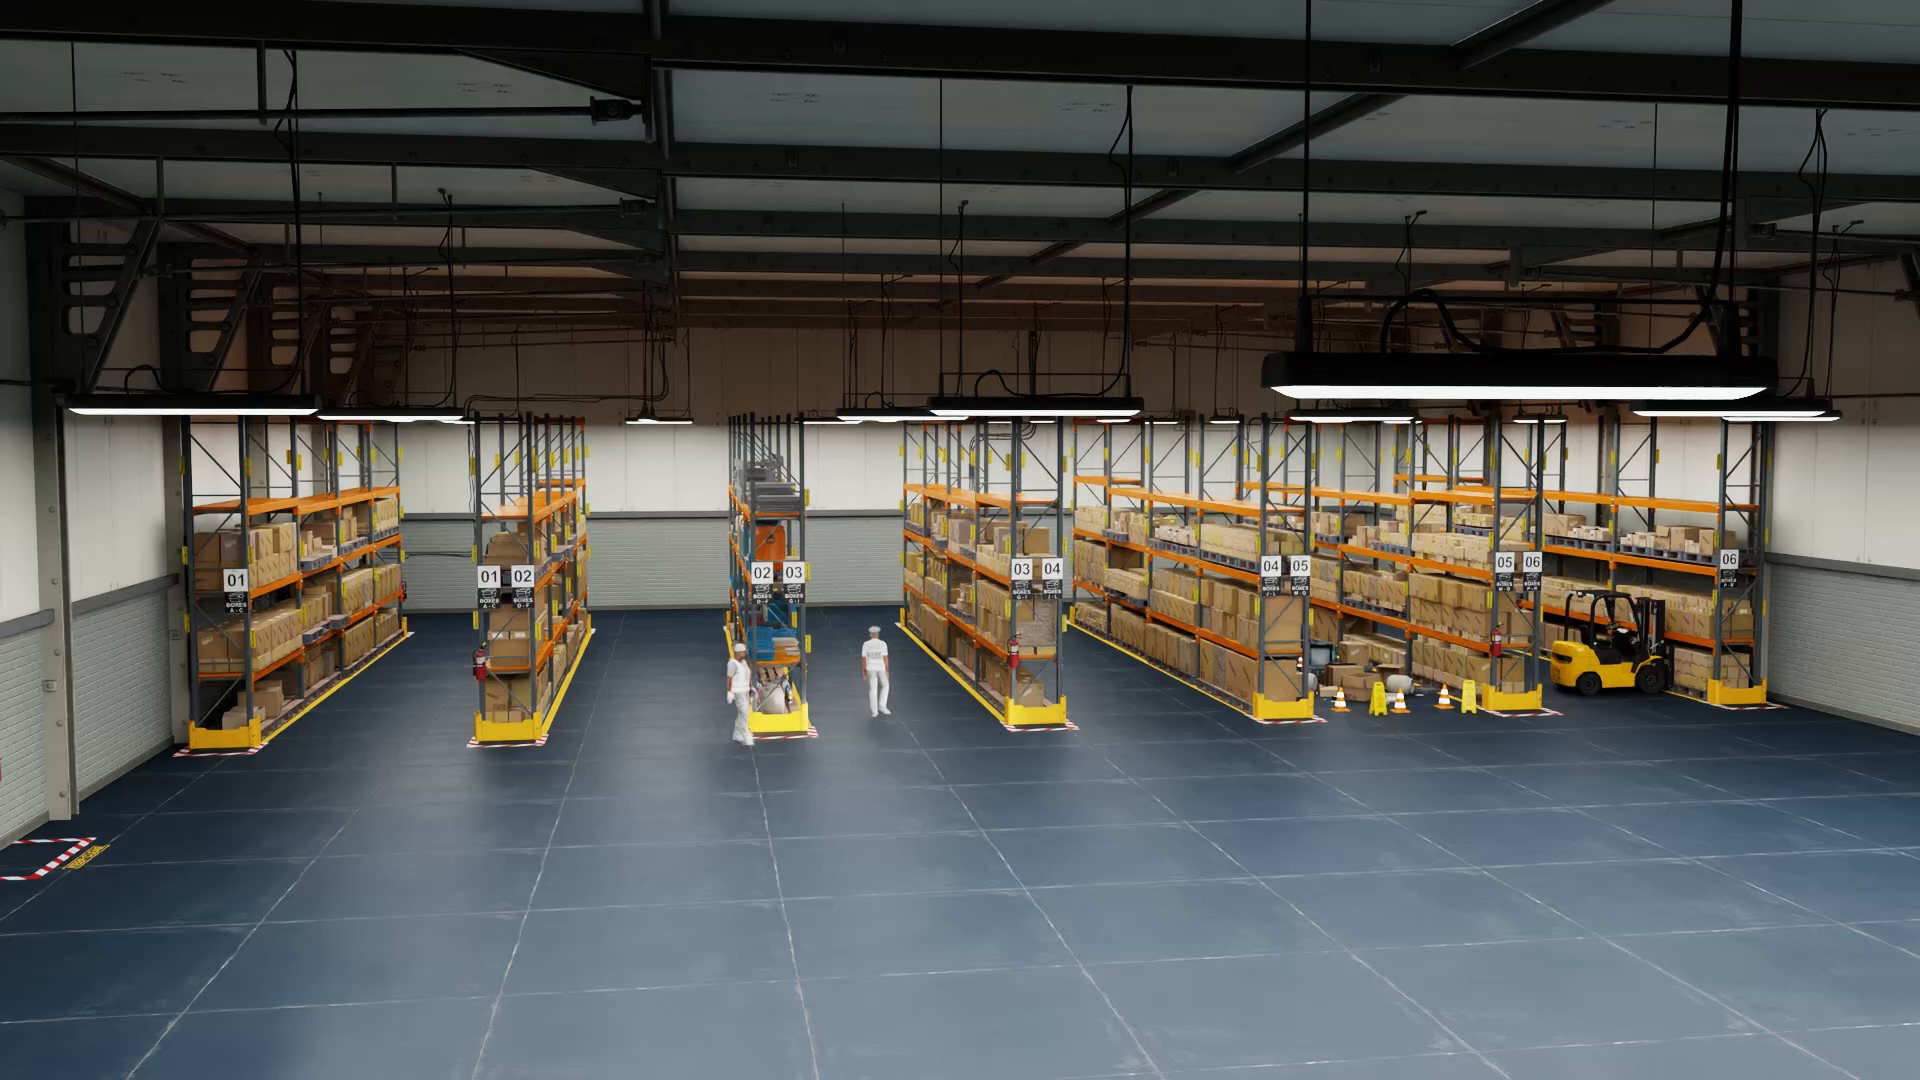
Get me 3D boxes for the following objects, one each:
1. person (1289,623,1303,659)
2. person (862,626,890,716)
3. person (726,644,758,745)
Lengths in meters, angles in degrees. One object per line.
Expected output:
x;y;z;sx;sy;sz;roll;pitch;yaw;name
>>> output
8.129;2.226;39.795;0.497;1.687;0.620;-1;4;-19;person
-1.670;2.599;32.924;0.564;1.770;0.523;0;4;4;person
-3.901;2.801;30.183;0.571;1.826;0.570;1;4;17;person
